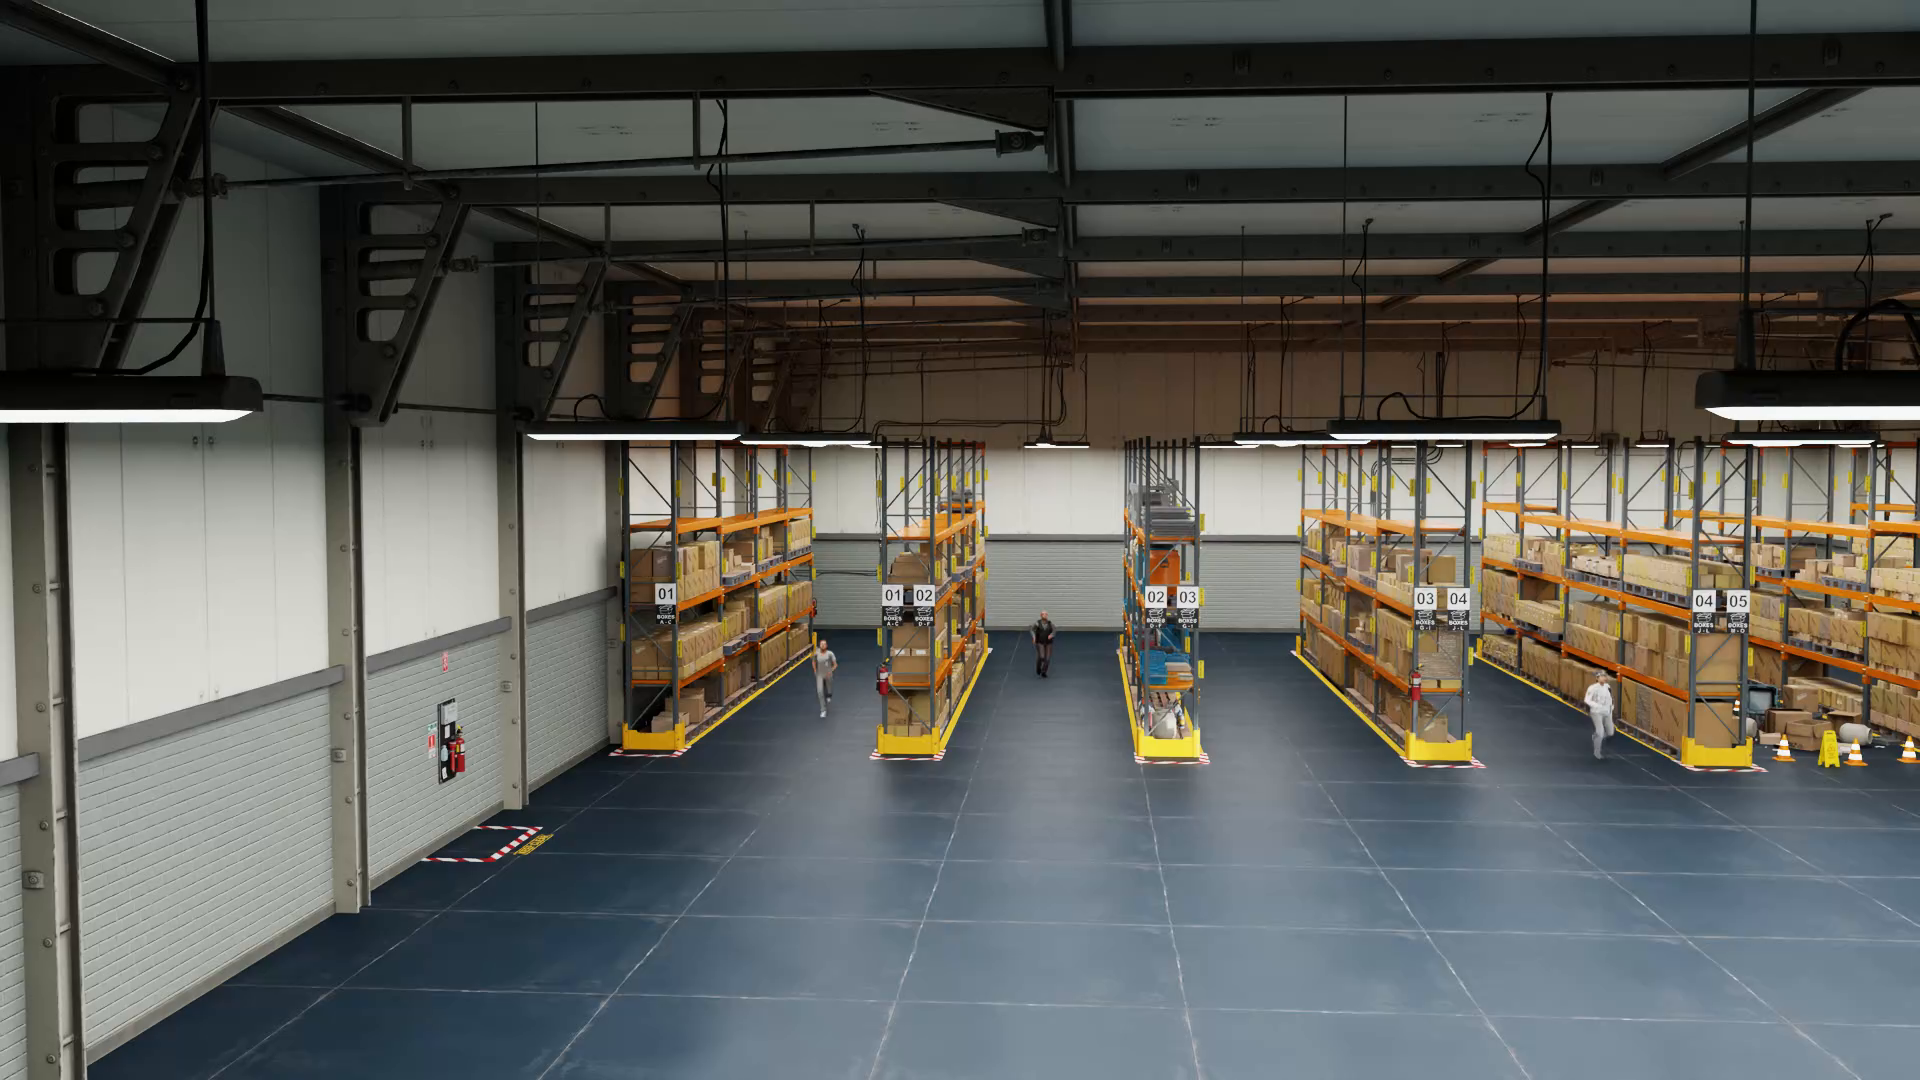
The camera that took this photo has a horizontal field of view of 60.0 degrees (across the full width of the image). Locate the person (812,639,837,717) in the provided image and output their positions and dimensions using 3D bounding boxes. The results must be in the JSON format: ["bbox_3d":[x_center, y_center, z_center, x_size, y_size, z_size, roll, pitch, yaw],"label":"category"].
[{"bbox_3d":[-2.959,2.986,36.249,0.547,1.655,0.990,0,3,-3],"label":"person"}]

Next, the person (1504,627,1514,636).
[{"bbox_3d":[15.766,2.387,47.354,0.899,1.652,0.619,0,3,0],"label":"person"}]

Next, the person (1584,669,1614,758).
[{"bbox_3d":[11.971,3.241,31.058,0.641,1.651,0.555,-1,3,-14],"label":"person"}]

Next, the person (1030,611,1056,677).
[{"bbox_3d":[2.122,2.630,41.921,0.644,1.680,0.591,-1,3,-9],"label":"person"}]
